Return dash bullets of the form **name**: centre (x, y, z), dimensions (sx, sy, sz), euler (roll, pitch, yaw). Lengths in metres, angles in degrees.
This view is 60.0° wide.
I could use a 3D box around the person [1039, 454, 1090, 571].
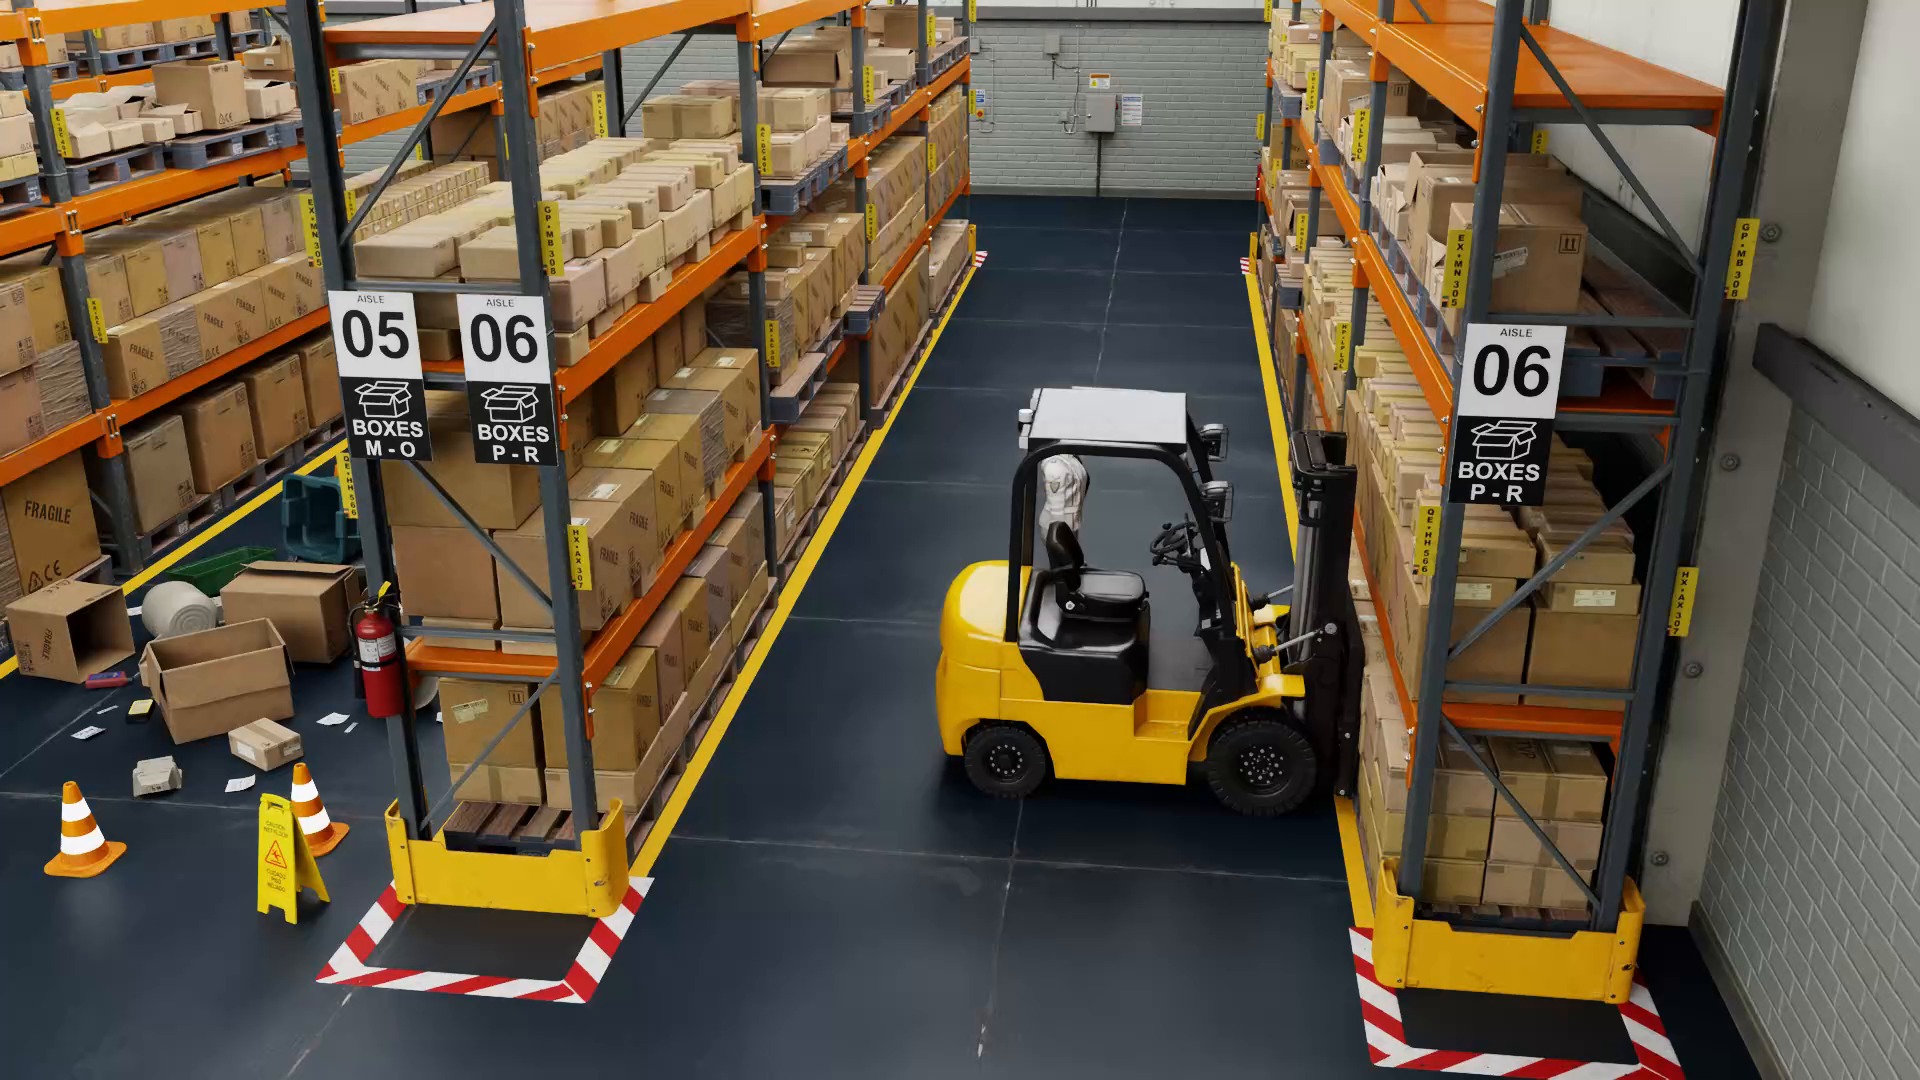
- **person**: centre (0.694, -0.075, 11.262), dimensions (0.341, 1.679, 0.465), euler (3, 22, 8)
